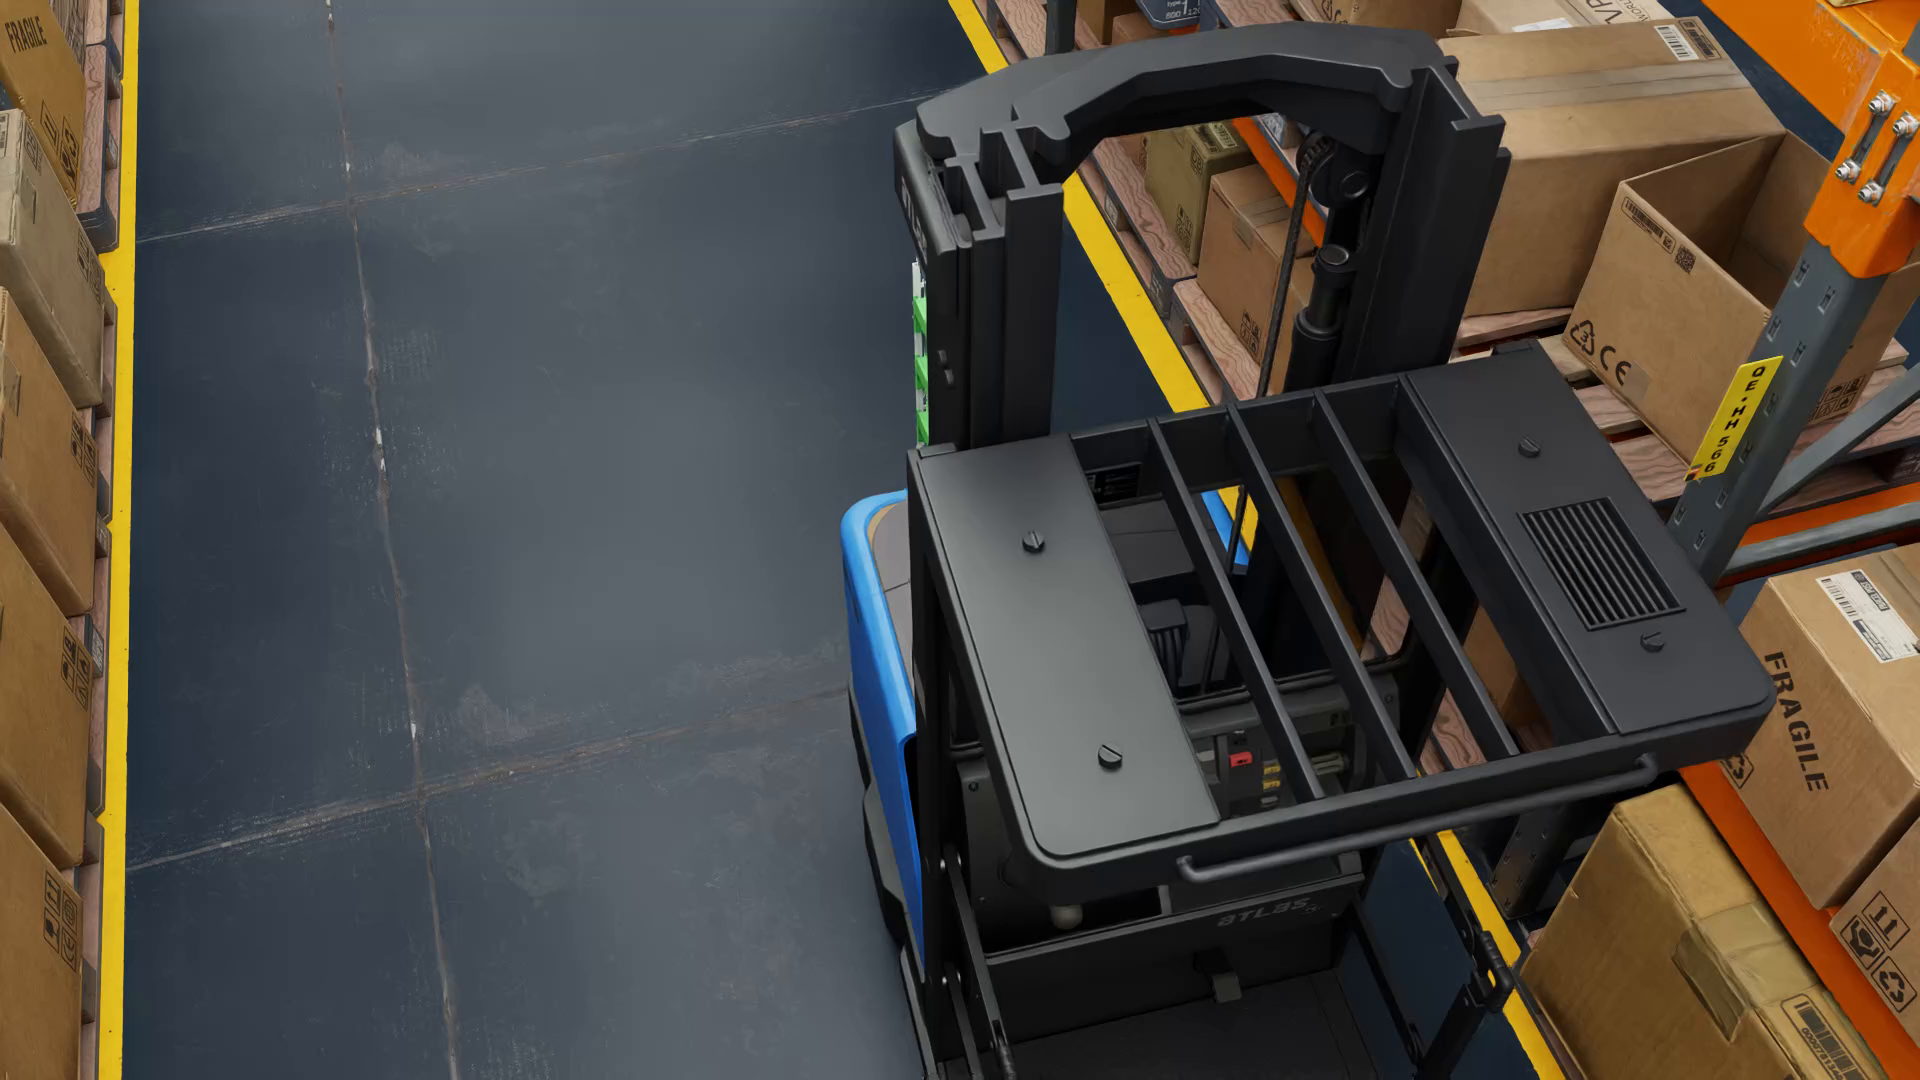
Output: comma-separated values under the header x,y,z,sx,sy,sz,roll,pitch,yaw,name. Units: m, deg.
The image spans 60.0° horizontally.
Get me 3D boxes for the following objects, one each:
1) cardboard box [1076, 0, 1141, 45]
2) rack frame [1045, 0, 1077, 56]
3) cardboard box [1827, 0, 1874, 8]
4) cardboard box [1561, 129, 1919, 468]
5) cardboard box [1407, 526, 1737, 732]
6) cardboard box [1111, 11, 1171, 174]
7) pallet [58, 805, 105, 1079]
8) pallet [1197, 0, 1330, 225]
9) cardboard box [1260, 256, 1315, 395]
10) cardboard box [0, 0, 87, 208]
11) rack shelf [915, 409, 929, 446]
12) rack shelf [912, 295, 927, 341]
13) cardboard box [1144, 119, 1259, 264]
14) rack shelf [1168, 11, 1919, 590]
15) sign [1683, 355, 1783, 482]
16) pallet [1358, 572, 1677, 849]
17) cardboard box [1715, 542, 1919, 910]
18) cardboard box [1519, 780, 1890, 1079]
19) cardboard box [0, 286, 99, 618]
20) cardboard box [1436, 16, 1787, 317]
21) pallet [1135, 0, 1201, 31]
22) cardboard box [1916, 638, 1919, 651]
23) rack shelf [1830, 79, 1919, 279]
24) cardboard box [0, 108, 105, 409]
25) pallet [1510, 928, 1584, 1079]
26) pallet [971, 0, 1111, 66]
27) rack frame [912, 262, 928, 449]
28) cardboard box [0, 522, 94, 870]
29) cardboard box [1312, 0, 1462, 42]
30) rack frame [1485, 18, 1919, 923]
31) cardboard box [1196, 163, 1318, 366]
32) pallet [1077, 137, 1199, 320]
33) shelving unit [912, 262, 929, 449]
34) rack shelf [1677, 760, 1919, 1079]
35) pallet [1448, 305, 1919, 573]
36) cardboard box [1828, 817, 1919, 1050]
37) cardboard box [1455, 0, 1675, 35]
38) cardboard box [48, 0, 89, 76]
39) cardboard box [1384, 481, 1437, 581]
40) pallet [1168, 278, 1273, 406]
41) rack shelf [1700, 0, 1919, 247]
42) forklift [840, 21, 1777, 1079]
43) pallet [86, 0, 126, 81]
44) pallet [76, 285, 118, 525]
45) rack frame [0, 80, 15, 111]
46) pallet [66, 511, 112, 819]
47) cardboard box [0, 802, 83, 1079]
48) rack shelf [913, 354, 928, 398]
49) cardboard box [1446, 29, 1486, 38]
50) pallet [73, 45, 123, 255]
x,y,z,sx,sy,sz,roll,pitch,yaw,name
0.778,-2.570,7.315,0.500,0.500,0.500,-15,51,-12,cardboard box
0.858,-2.939,6.266,1.000,3.000,0.127,-13,51,-11,rack frame
1.666,-1.228,2.959,0.500,0.250,0.500,-13,51,-11,cardboard box
1.843,-0.570,3.929,0.500,0.500,0.500,-19,52,-15,cardboard box
1.824,0.162,4.999,0.700,0.500,0.500,-16,52,-13,cardboard box
1.019,-1.822,6.671,0.700,0.500,0.500,-17,52,-14,cardboard box
-2.888,1.336,4.485,1.003,0.211,1.213,-13,51,-11,pallet
1.416,-1.392,5.087,1.003,0.211,1.213,-13,51,-11,pallet
1.473,-0.653,5.686,0.700,0.500,0.500,-9,51,-8,cardboard box
-4.029,-1.817,6.435,0.875,0.875,0.875,-13,51,-10,cardboard box
0.049,-0.225,5.238,0.258,0.148,0.480,-13,51,-11,rack shelf
0.049,-0.534,4.871,0.258,0.148,0.480,-13,51,-11,rack shelf
1.142,-1.469,6.374,0.700,0.500,0.500,-14,51,-11,cardboard box
1.449,-1.246,5.309,1.077,0.370,4.000,-13,51,-11,rack shelf
1.525,-0.235,3.281,0.100,0.325,0.005,-13,51,-11,sign
1.811,0.310,5.350,1.003,0.211,1.213,-13,51,-11,pallet
1.925,0.367,3.413,0.500,0.500,0.500,-12,51,-10,cardboard box
2.225,1.041,4.026,1.225,0.875,0.875,-15,52,-13,cardboard box
-3.359,-0.163,5.122,1.050,0.750,0.750,-13,51,-11,cardboard box
1.582,-0.955,4.253,0.700,0.500,0.500,-7,50,-6,cardboard box
0.945,-2.286,5.841,1.003,0.211,1.213,-13,51,-11,pallet
2.242,0.165,2.928,0.797,0.503,0.637,-12,51,-10,cardboard box
2.632,0.709,1.699,1.077,0.370,4.000,-13,51,-11,rack shelf
-3.641,-0.868,5.717,1.050,0.750,0.750,-14,51,-11,cardboard box
2.202,1.474,4.369,1.003,0.211,1.213,-13,51,-11,pallet
0.626,-2.522,7.738,1.003,0.211,1.213,-13,51,-11,pallet
-0.023,-0.444,5.340,0.240,1.200,0.015,-13,51,-11,rack frame
-3.083,0.517,4.549,1.050,0.750,0.750,-13,51,-10,cardboard box
1.459,-1.862,5.016,0.797,0.503,0.637,-9,50,-7,cardboard box
2.041,-0.017,3.803,1.000,3.000,0.127,-13,51,-11,rack frame
1.308,-1.060,6.029,0.700,0.500,0.500,-17,52,-14,cardboard box
1.090,-1.472,6.853,1.003,0.211,1.213,-13,51,-11,pallet
0.049,-0.266,5.189,0.258,1.200,0.503,-13,51,-11,shelving unit
2.632,1.675,2.846,1.077,0.370,4.000,-13,51,-11,rack shelf
1.728,-0.452,4.294,1.213,0.211,1.003,-13,51,-11,pallet
2.079,0.743,3.096,0.500,0.500,0.500,-15,51,-12,cardboard box
1.765,-1.380,4.775,0.500,0.250,0.500,-15,51,-12,cardboard box
-4.299,-2.474,6.989,0.875,0.875,0.875,-13,51,-11,cardboard box
1.647,-0.240,5.338,0.700,0.500,0.500,-17,52,-14,cardboard box
1.454,-0.579,6.100,1.003,0.211,1.213,-13,51,-11,pallet
1.449,-2.213,4.162,1.077,0.370,4.000,-13,51,-11,rack shelf
0.514,0.649,3.286,1.130,2.935,3.031,-11,51,-9,forklift
-4.425,-2.458,7.684,1.003,0.211,1.213,-13,51,-11,pallet
-3.610,-0.446,5.988,1.003,0.211,1.213,-13,51,-11,pallet
-3.910,-1.891,5.382,1.000,3.000,0.127,-13,51,-11,rack frame
-3.245,0.447,5.235,1.003,0.211,1.213,-13,51,-11,pallet
-2.821,1.155,4.011,1.050,0.750,0.750,-14,51,-11,cardboard box
0.049,-0.379,5.055,0.258,0.148,0.480,-13,51,-11,rack shelf
1.290,-1.266,4.669,0.396,0.266,0.258,-15,51,-12,cardboard box
-4.060,-1.565,6.932,1.003,0.211,1.213,-13,51,-11,pallet
